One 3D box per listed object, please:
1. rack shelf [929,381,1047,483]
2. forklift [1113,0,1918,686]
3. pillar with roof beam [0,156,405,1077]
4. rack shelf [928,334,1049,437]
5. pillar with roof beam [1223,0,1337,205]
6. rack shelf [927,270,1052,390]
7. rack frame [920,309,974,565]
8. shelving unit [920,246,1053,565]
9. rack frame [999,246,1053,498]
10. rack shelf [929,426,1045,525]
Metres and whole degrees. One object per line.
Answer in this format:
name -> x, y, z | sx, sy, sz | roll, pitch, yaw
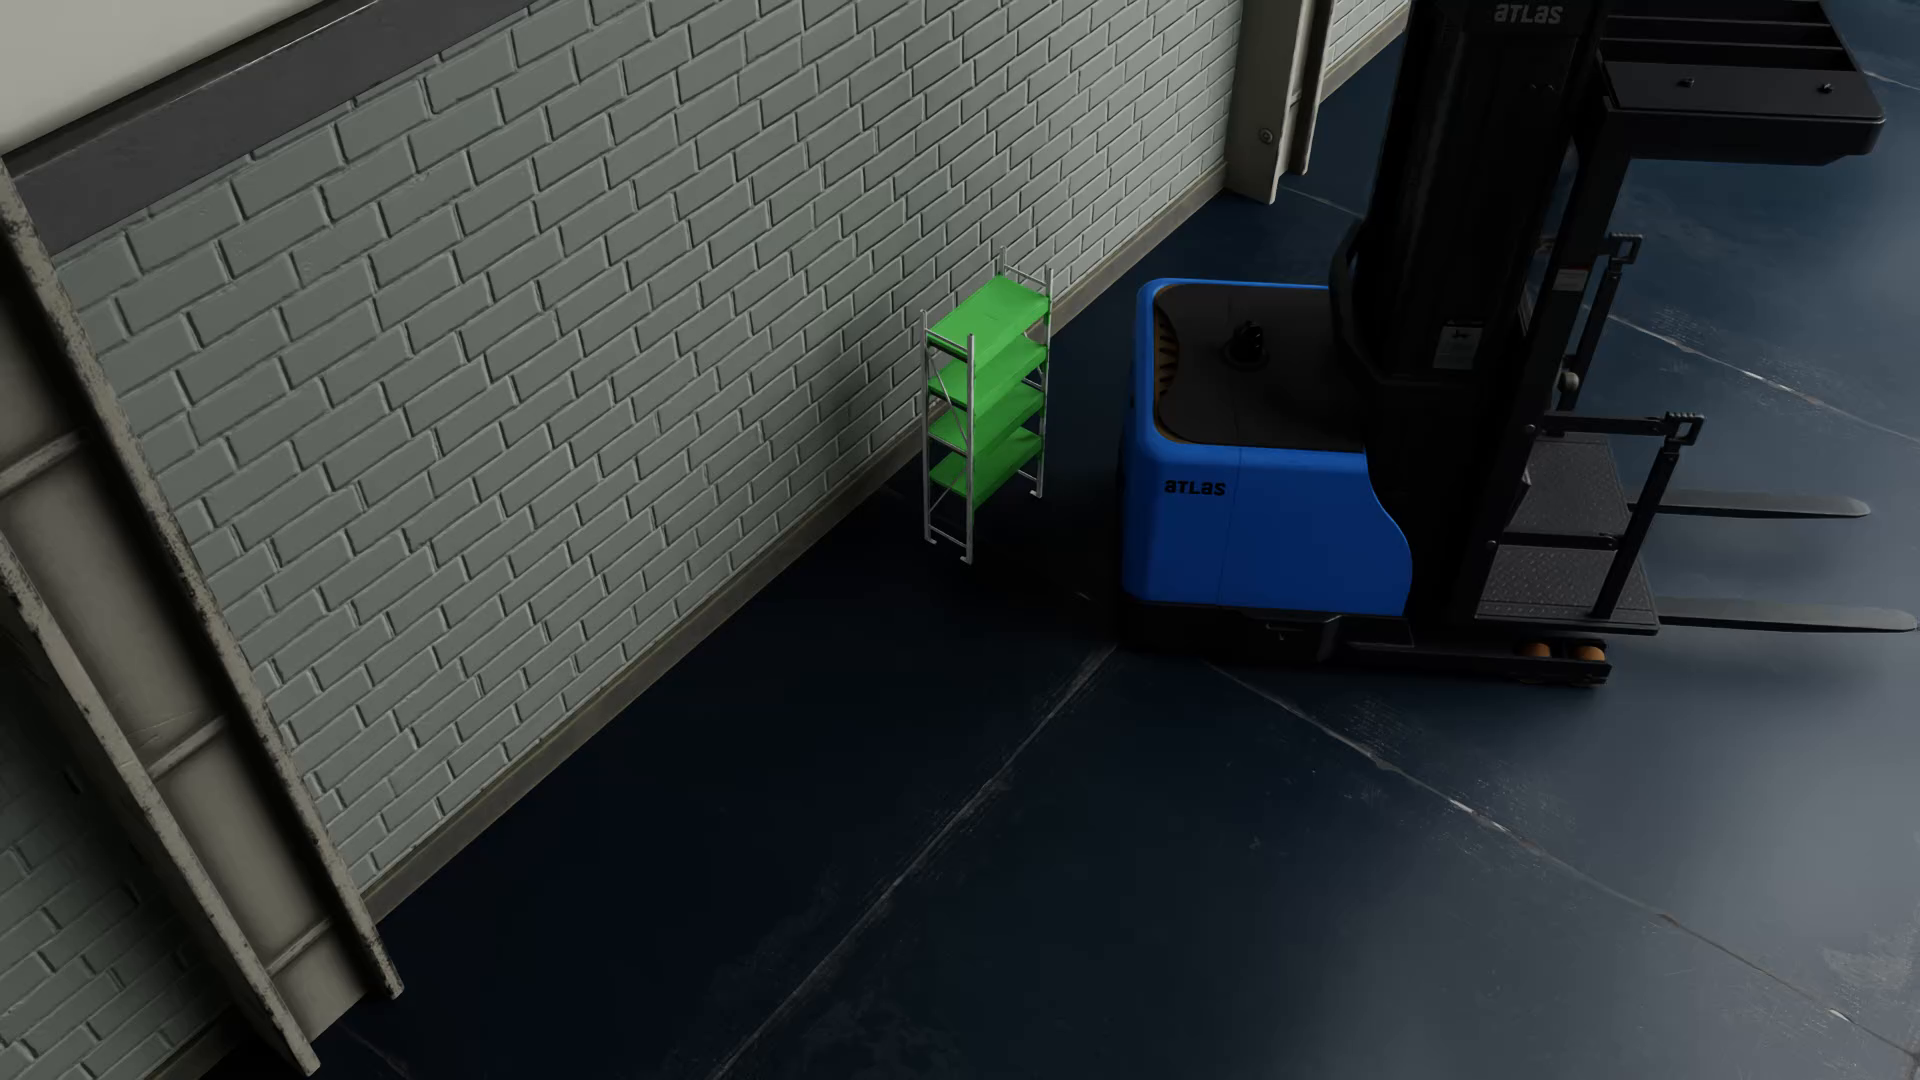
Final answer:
rack shelf -> 0.101, -0.465, 6.618 | 0.258, 0.148, 0.480 | 29, 53, 25
forklift -> 2.145, -0.854, 5.704 | 3.031, 2.935, 1.130 | 3, 46, 3
pillar with roof beam -> 1.331, 0.323, 0.383 | 9.100, 9.000, 0.400 | 29, 53, 25
rack shelf -> 0.101, -0.631, 6.444 | 0.258, 0.148, 0.480 | 29, 53, 25
pillar with roof beam -> 5.000, -3.110, 3.663 | 9.100, 9.000, 0.400 | 29, 53, 25
rack shelf -> 0.101, -0.797, 6.270 | 0.258, 0.148, 0.480 | 29, 53, 25
rack frame -> -0.048, -0.370, 6.438 | 0.240, 1.200, 0.015 | 29, 53, 25
shelving unit -> 0.101, -0.509, 6.571 | 0.258, 1.200, 0.503 | 29, 53, 25
rack frame -> 0.250, -0.649, 6.705 | 0.240, 1.200, 0.015 | 29, 53, 25
rack shelf -> 0.101, -0.299, 6.791 | 0.258, 0.148, 0.480 | 29, 53, 25
